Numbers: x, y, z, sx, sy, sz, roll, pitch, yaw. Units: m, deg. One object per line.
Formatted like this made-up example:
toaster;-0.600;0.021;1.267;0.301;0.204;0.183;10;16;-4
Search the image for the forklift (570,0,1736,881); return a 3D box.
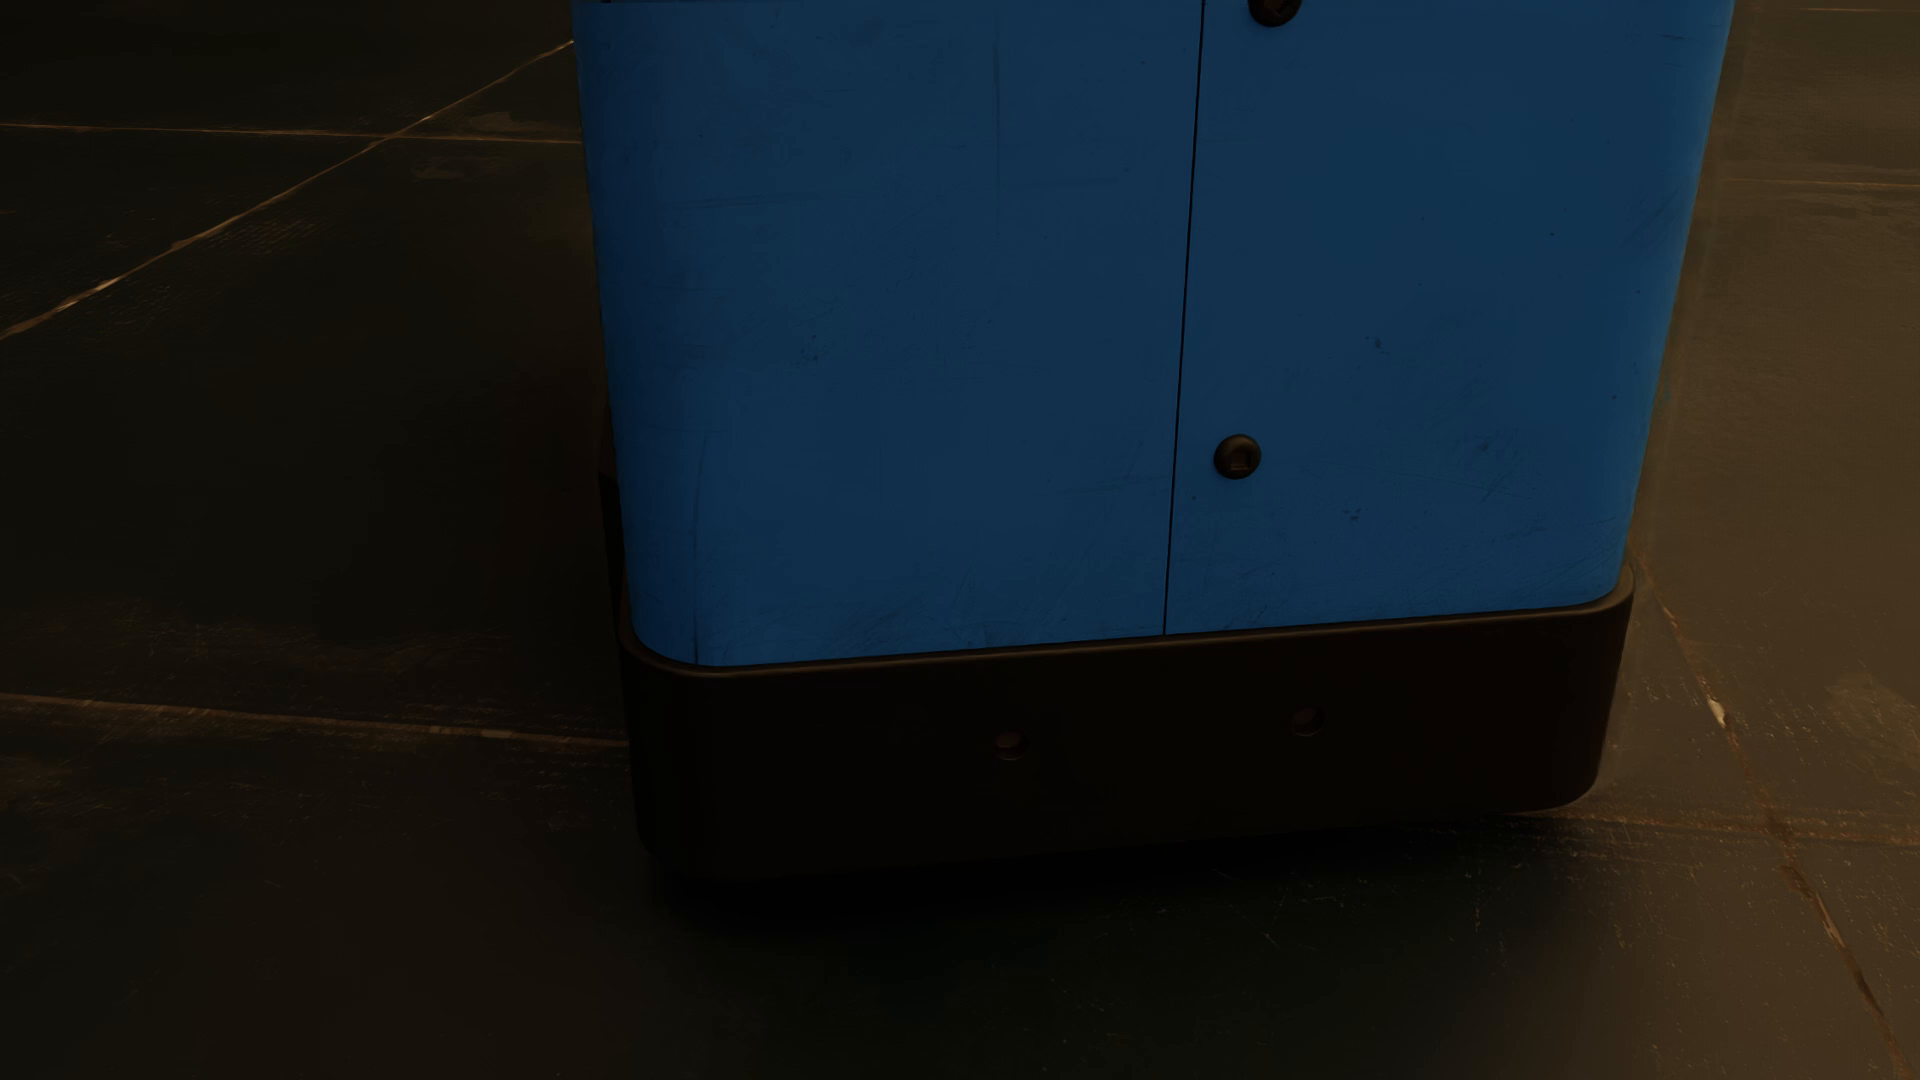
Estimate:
forklift;-0.014;-1.603;2.429;1.130;2.935;3.031;-4;27;-7
